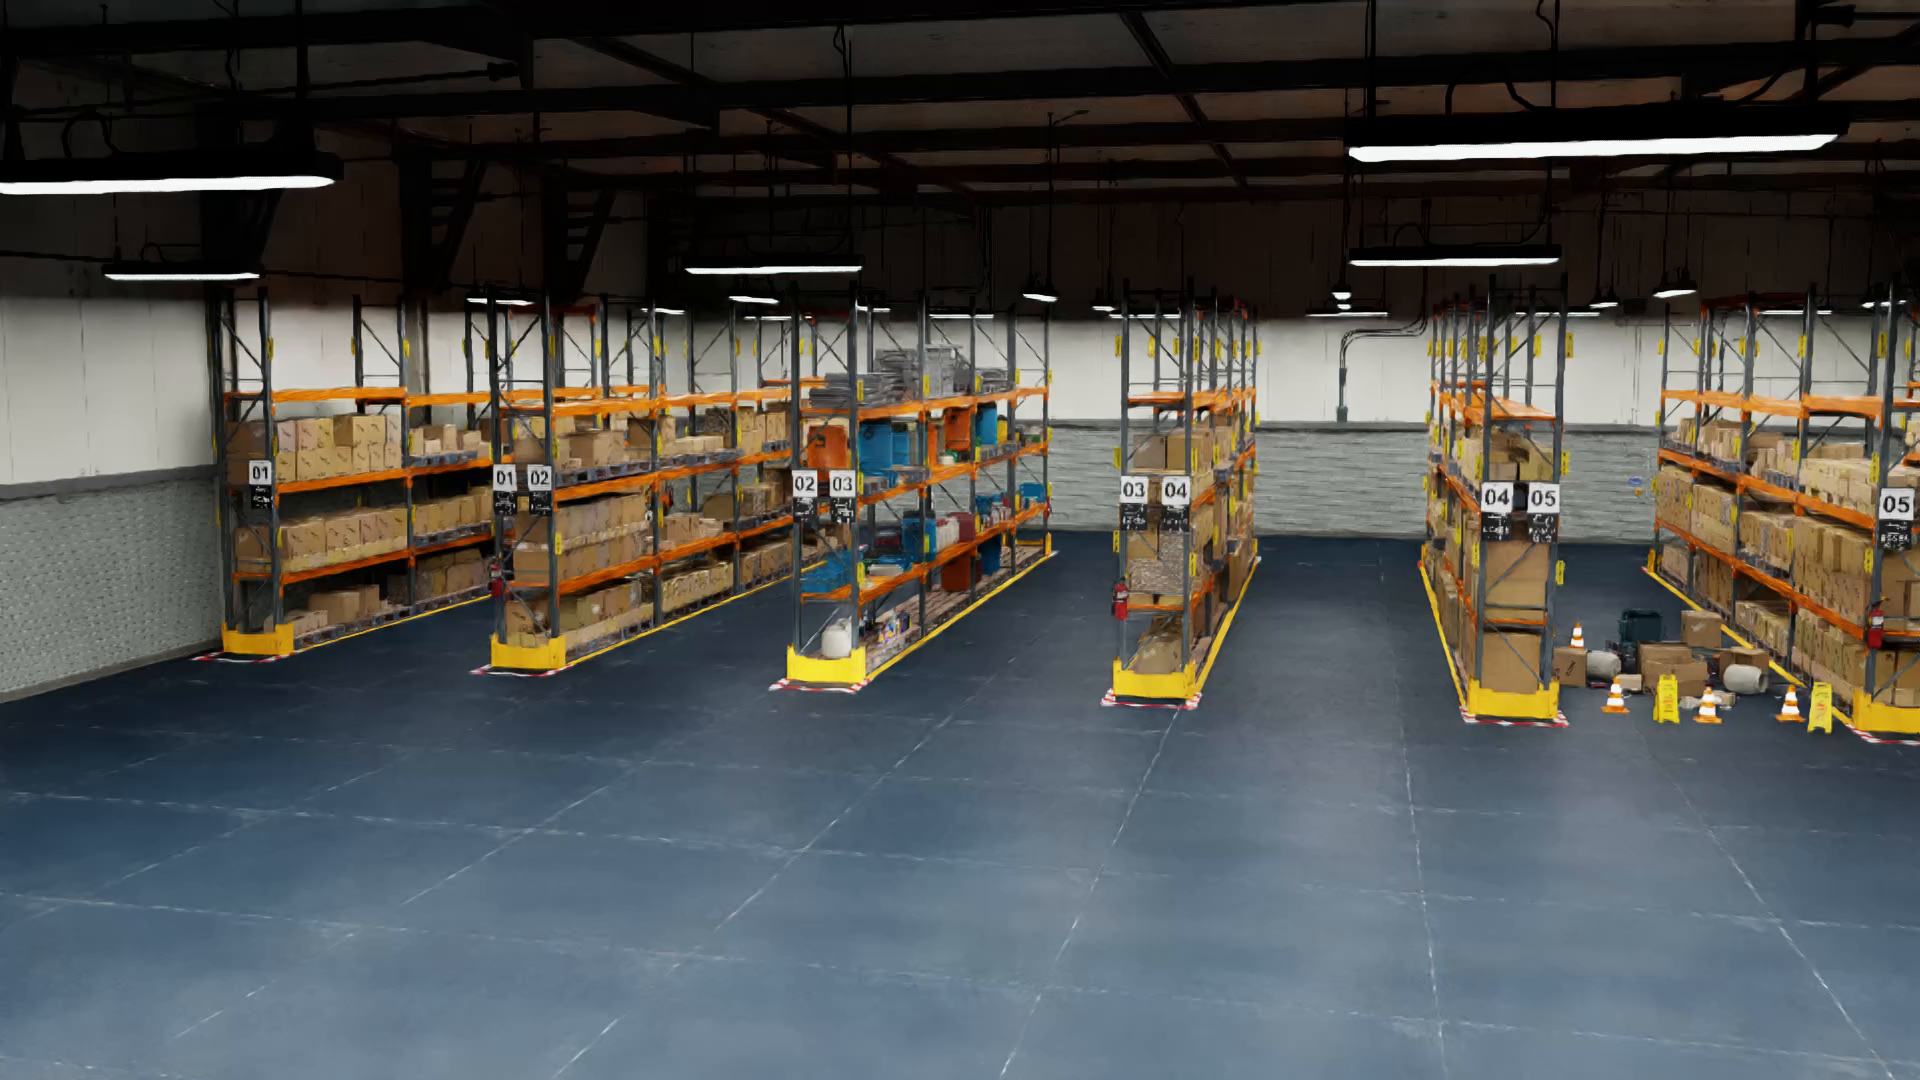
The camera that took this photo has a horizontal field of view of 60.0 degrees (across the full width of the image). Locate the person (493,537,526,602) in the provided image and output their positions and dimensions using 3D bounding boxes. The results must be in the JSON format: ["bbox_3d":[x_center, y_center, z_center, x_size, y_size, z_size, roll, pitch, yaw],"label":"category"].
[{"bbox_3d":[-7.885,0.803,29.072,0.626,1.708,0.576,-6,9,-44],"label":"person"}]

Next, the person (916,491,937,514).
[{"bbox_3d":[-0.858,-0.681,42.055,0.543,1.700,1.119,1,7,11],"label":"person"}]

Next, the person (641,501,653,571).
[{"bbox_3d":[-7.084,-0.116,37.547,0.495,1.589,1.086,2,7,16],"label":"person"}]
